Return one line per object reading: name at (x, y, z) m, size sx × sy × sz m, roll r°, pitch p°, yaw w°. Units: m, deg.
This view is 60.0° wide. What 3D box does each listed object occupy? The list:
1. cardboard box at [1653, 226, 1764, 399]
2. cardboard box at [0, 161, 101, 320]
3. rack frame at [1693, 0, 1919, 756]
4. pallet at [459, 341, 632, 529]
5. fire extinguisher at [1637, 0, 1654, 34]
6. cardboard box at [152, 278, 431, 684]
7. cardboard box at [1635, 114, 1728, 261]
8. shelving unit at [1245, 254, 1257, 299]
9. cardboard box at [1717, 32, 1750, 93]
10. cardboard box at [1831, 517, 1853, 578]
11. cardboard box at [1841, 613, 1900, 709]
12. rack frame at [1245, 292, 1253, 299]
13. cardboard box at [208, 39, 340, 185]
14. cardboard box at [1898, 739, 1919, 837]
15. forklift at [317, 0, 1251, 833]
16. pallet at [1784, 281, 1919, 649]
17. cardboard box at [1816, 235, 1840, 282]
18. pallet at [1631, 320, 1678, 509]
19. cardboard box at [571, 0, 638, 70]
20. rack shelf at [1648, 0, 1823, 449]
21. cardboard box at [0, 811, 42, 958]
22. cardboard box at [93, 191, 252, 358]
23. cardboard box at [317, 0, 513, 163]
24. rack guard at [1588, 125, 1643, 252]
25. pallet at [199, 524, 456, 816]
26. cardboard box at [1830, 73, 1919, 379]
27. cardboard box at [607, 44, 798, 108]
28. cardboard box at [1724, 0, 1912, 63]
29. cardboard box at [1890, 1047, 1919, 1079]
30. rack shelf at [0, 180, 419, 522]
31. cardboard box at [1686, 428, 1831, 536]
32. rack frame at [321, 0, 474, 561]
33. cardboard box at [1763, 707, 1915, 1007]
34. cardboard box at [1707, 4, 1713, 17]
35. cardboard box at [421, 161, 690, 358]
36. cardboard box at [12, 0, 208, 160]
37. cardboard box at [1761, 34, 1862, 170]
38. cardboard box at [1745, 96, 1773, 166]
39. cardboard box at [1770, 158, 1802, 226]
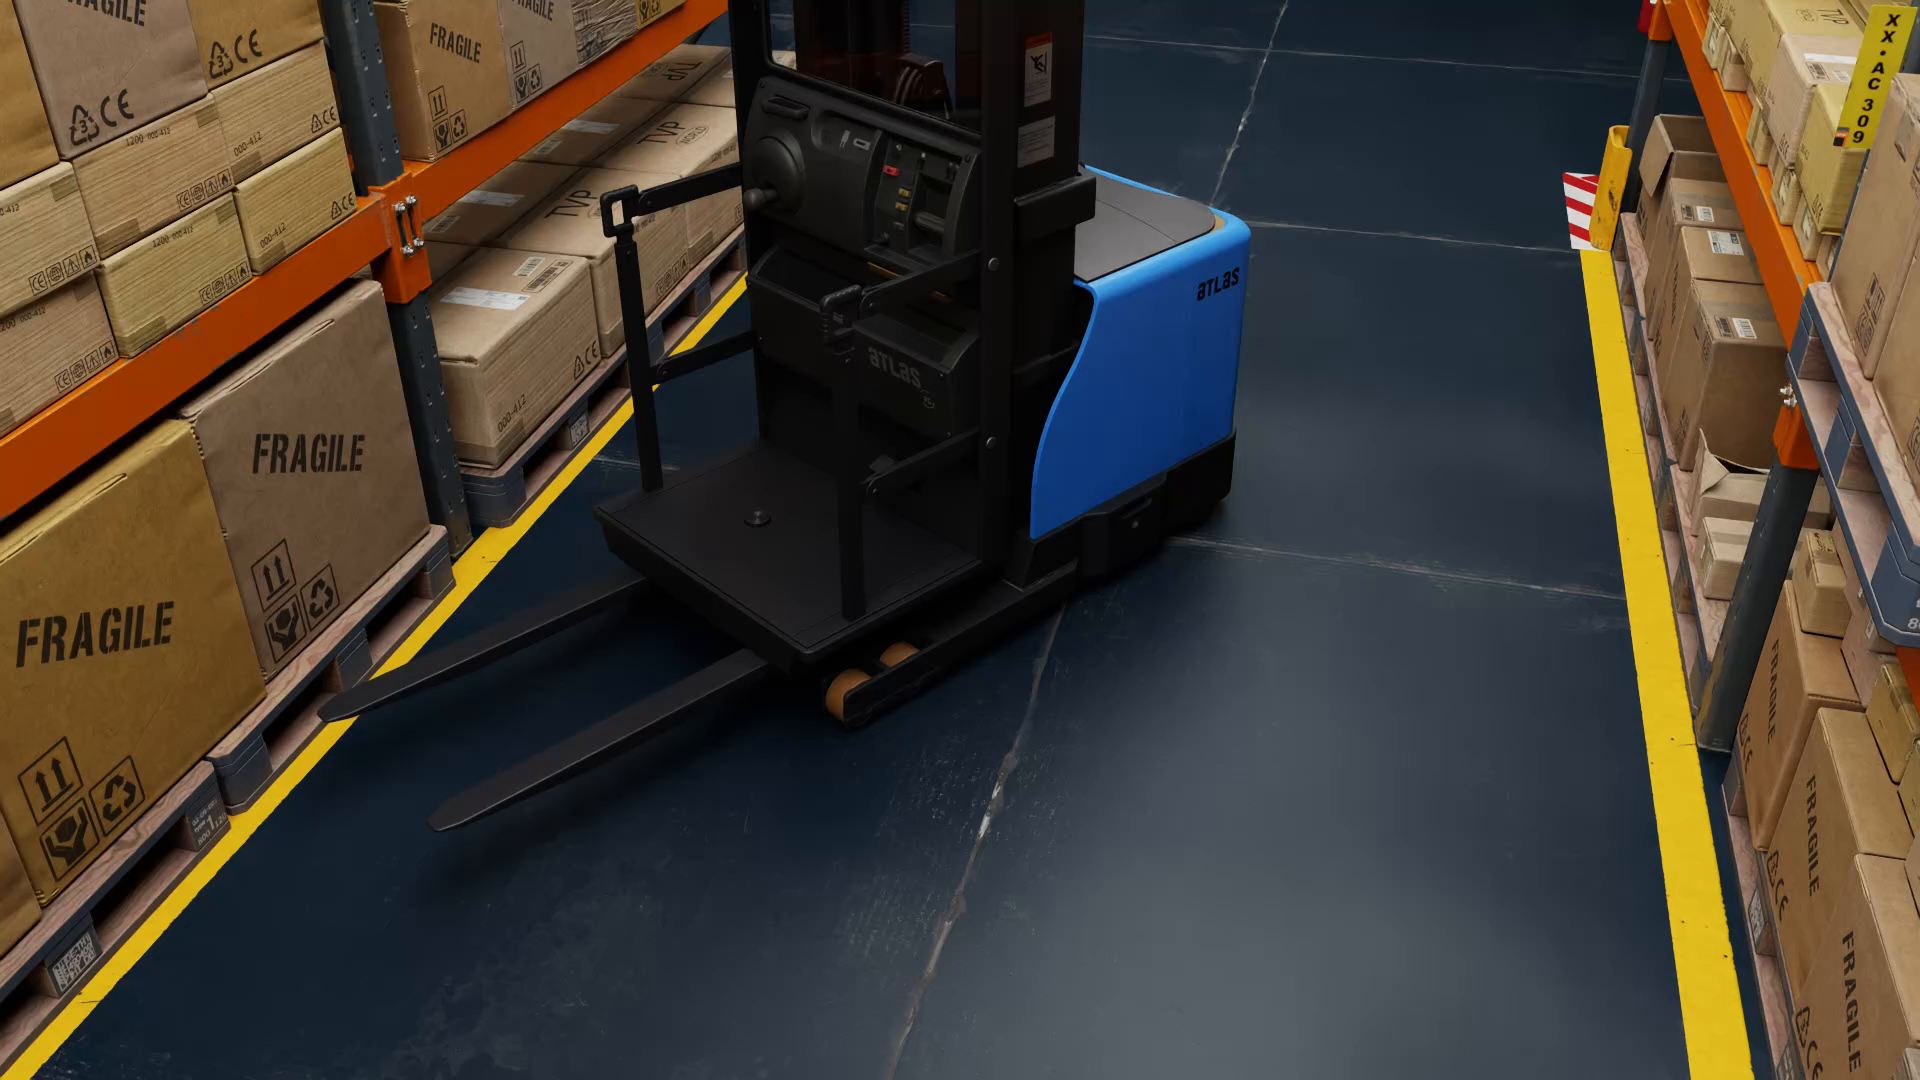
cardboard box at (2.908, -0.817, 6.178) m, size 0.500 × 0.500 × 0.500 m, roll 9°, pitch 33°, yaw 13°
cardboard box at (-2.299, -0.652, 3.654) m, size 0.500 × 0.250 × 0.500 m, roll 9°, pitch 33°, yaw 14°
rack frame at (2.625, -0.623, 3.933) m, size 1.000 × 3.000 × 0.127 m, roll 8°, pitch 33°, yaw 12°
pallet at (-1.908, -0.504, 6.345) m, size 1.003 × 0.211 × 1.213 m, roll 8°, pitch 33°, yaw 12°
fire extinguisher at (3.231, -2.648, 7.538) m, size 0.296 × 0.674 × 0.183 m, roll 8°, pitch 33°, yaw 12°
cardboard box at (-2.257, -0.244, 4.928) m, size 0.875 × 0.875 × 0.875 m, roll 9°, pitch 34°, yaw 14°
cardboard box at (3.393, -1.518, 7.277) m, size 0.797 × 0.503 × 0.637 m, roll 7°, pitch 33°, yaw 10°
shelving unit at (0.847, -0.979, 7.108) m, size 0.258 × 0.189 × 1.200 m, roll 24°, pitch 39°, yaw 32°
cardboard box at (2.869, -1.658, 5.796) m, size 0.380 × 0.149 × 0.250 m, roll 9°, pitch 33°, yaw 13°
cardboard box at (2.335, 0.014, 3.989) m, size 0.380 × 0.149 × 0.250 m, roll 7°, pitch 33°, yaw 12°
cardboard box at (2.281, 0.285, 3.839) m, size 0.380 × 0.149 × 0.250 m, roll 7°, pitch 33°, yaw 11°
rack frame at (0.846, -0.902, 7.157) m, size 0.240 × 0.006 × 1.200 m, roll 24°, pitch 39°, yaw 32°
cardboard box at (-2.054, -1.182, 4.488) m, size 0.500 × 0.250 × 0.500 m, roll 8°, pitch 33°, yaw 12°
cardboard box at (2.171, 0.564, 3.400) m, size 0.380 × 0.149 × 0.250 m, roll 7°, pitch 33°, yaw 12°
forklift at (-0.452, -1.005, 4.599) m, size 3.031 × 2.935 × 1.130 m, roll -27°, pitch 41°, yaw -36°
pallet at (2.317, -0.142, 3.356) m, size 1.003 × 0.211 × 1.213 m, roll 8°, pitch 33°, yaw 12°
cardboard box at (2.462, -0.716, 4.315) m, size 0.380 × 0.149 × 0.250 m, roll 8°, pitch 33°, yaw 13°
pallet at (3.108, -0.437, 6.241) m, size 1.003 × 0.211 × 1.213 m, roll 8°, pitch 33°, yaw 12°
cardboard box at (-1.540, -2.064, 6.108) m, size 0.500 × 0.500 × 0.500 m, roll 8°, pitch 33°, yaw 13°
rack shelf at (3.133, -1.357, 5.759) m, size 1.077 × 0.370 × 4.000 m, roll 8°, pitch 33°, yaw 12°
cardboard box at (-2.706, 0.689, 3.459) m, size 0.875 × 0.875 × 0.875 m, roll 8°, pitch 33°, yaw 13°
cardboard box at (-2.177, -0.702, 4.198) m, size 0.500 × 0.250 × 0.500 m, roll 8°, pitch 33°, yaw 12°
cardboard box at (-1.805, -1.547, 5.294) m, size 0.500 × 0.500 × 0.500 m, roll 9°, pitch 34°, yaw 14°
rack guard at (3.621, -1.604, 7.807) m, size 1.175 × 0.500 × 0.348 m, roll 8°, pitch 33°, yaw 12°
pallet at (-2.300, 0.291, 5.096) m, size 1.003 × 0.211 × 1.213 m, roll 8°, pitch 33°, yaw 12°
cardboard box at (2.286, -0.621, 3.447) m, size 0.700 × 0.500 × 0.500 m, roll 9°, pitch 34°, yaw 14°
cardboard box at (-1.233, -2.112, 8.273) m, size 0.875 × 0.438 × 0.875 m, roll 7°, pitch 33°, yaw 11°
cardboard box at (2.902, -1.768, 5.598) m, size 0.500 × 0.250 × 0.500 m, roll 7°, pitch 33°, yaw 11°
cardboard box at (1.891, 1.280, 2.879) m, size 0.500 × 0.500 × 0.500 m, roll 7°, pitch 33°, yaw 11°
rack shelf at (-2.684, 0.045, 3.554) m, size 1.077 × 0.370 × 4.000 m, roll 8°, pitch 33°, yaw 12°
cardboard box at (2.573, -0.160, 5.363) m, size 0.396 × 0.266 × 0.258 m, roll 9°, pitch 34°, yaw 14°
rack frame at (-2.177, -1.296, 4.993) m, size 1.000 × 3.000 × 0.127 m, roll 8°, pitch 33°, yaw 12°
cardboard box at (2.159, 0.753, 3.708) m, size 0.500 × 0.500 × 0.500 m, roll 8°, pitch 33°, yaw 12°
cardboard box at (3.115, -2.057, 6.424) m, size 0.380 × 0.149 × 0.250 m, roll 9°, pitch 34°, yaw 14°
cardboard box at (-1.687, -1.168, 6.789) m, size 0.875 × 0.438 × 0.875 m, roll 7°, pitch 33°, yaw 11°
cardboard box at (-2.172, -1.225, 3.856) m, size 0.500 × 0.500 × 0.500 m, roll 9°, pitch 33°, yaw 13°
cardboard box at (2.631, -1.244, 4.774) m, size 0.500 × 0.250 × 0.500 m, roll 8°, pitch 33°, yaw 13°
cardboard box at (2.680, -1.261, 5.173) m, size 0.380 × 0.149 × 0.250 m, roll 8°, pitch 33°, yaw 12°
cardboard box at (2.550, -0.993, 4.750) m, size 0.380 × 0.149 × 0.250 m, roll 9°, pitch 34°, yaw 14°
